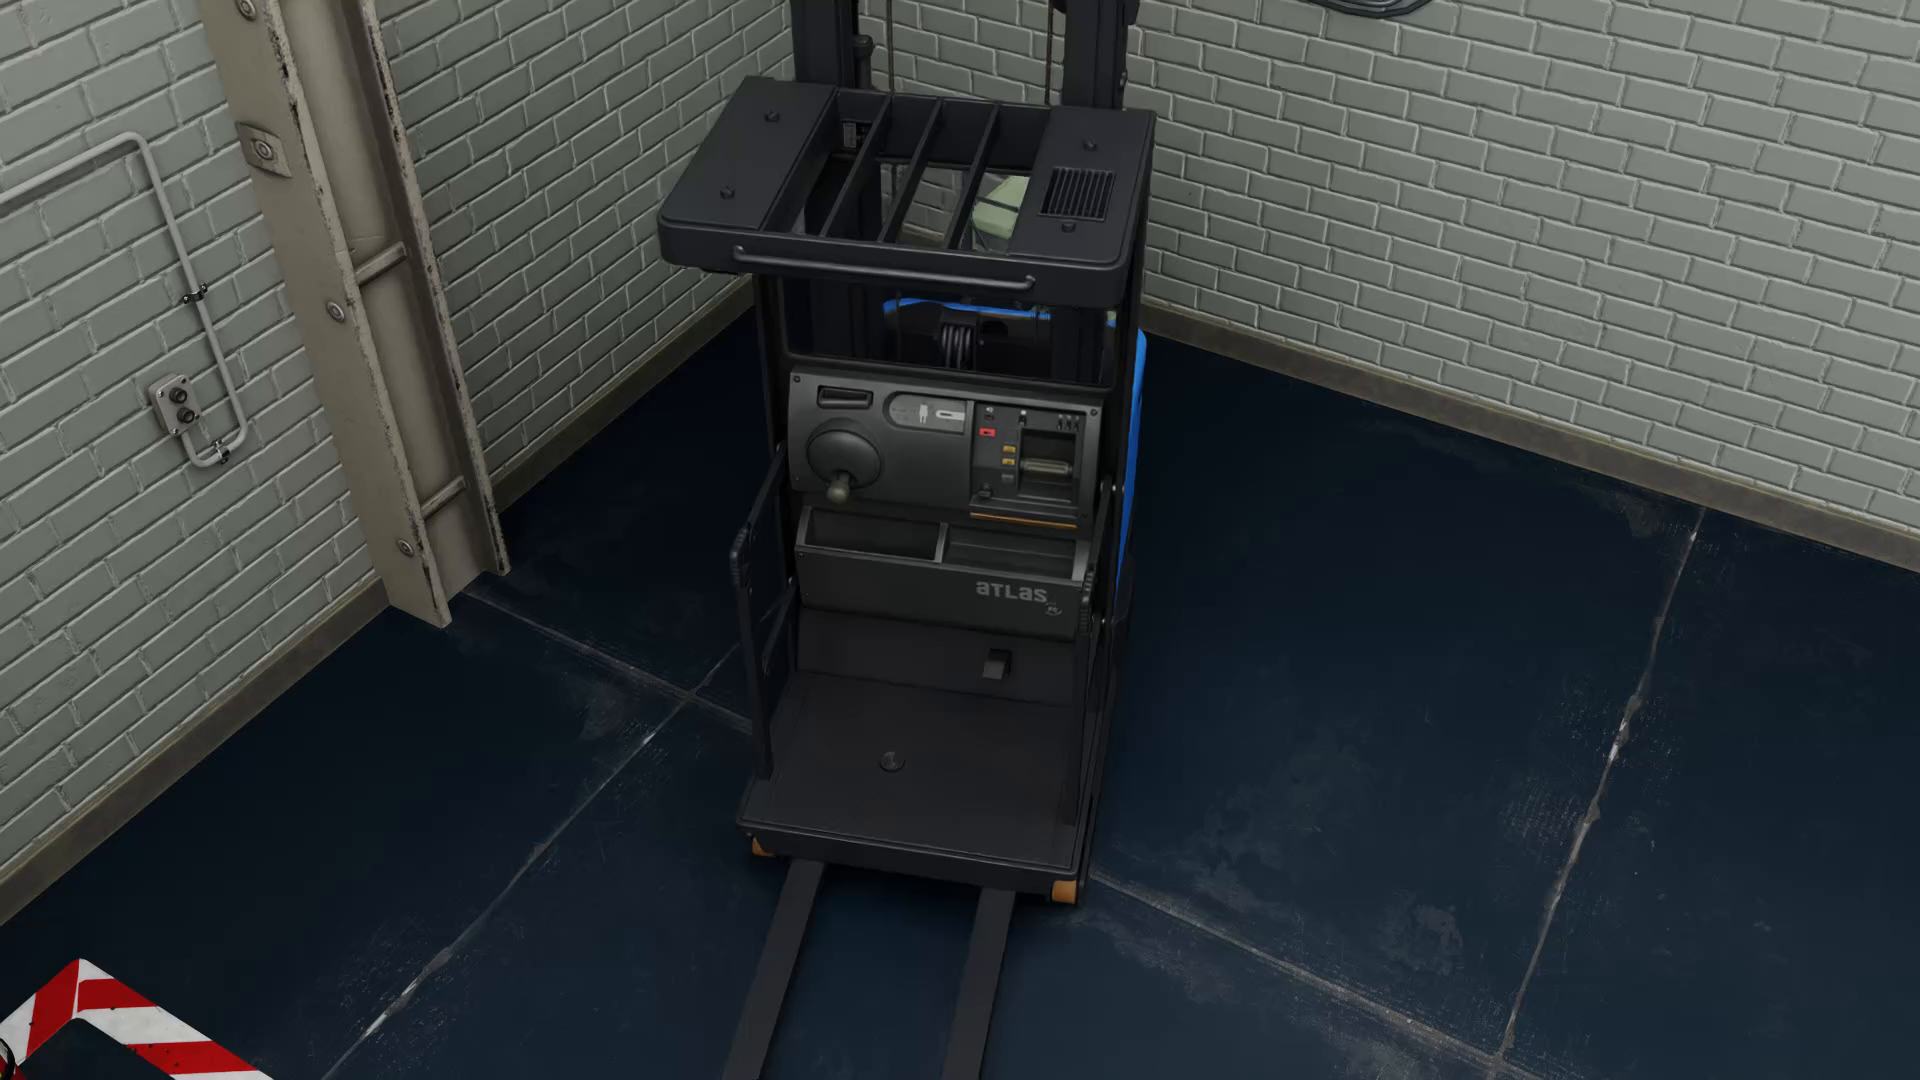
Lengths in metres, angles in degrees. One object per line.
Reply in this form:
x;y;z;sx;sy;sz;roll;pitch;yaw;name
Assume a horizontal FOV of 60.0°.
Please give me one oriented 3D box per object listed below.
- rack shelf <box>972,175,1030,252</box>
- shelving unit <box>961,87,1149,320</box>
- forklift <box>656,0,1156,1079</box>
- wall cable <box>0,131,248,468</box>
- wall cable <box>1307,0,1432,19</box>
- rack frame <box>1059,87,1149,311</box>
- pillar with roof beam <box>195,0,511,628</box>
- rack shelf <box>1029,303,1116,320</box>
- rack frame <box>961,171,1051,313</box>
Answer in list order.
0.373;-1.216;6.405;0.431;0.370;0.720;22;46;23;rack shelf
0.373;-0.923;6.663;0.431;1.500;0.755;22;46;23;shelving unit
-0.090;-0.188;4.746;1.130;2.935;3.031;7;42;8;forklift
-2.795;-0.546;4.332;0.084;1.984;1.851;21;45;22;wall cable
0.523;-3.324;6.065;3.097;2.526;0.112;21;45;22;wall cable
0.564;-1.129;6.897;0.400;1.500;0.023;22;46;23;rack frame
1.713;-1.778;1.960;9.100;9.000;0.400;21;45;22;pillar with roof beam
0.373;-0.678;6.879;0.431;0.370;0.720;22;46;23;rack shelf
0.182;-0.717;6.429;0.400;1.500;0.023;22;46;23;rack frame
